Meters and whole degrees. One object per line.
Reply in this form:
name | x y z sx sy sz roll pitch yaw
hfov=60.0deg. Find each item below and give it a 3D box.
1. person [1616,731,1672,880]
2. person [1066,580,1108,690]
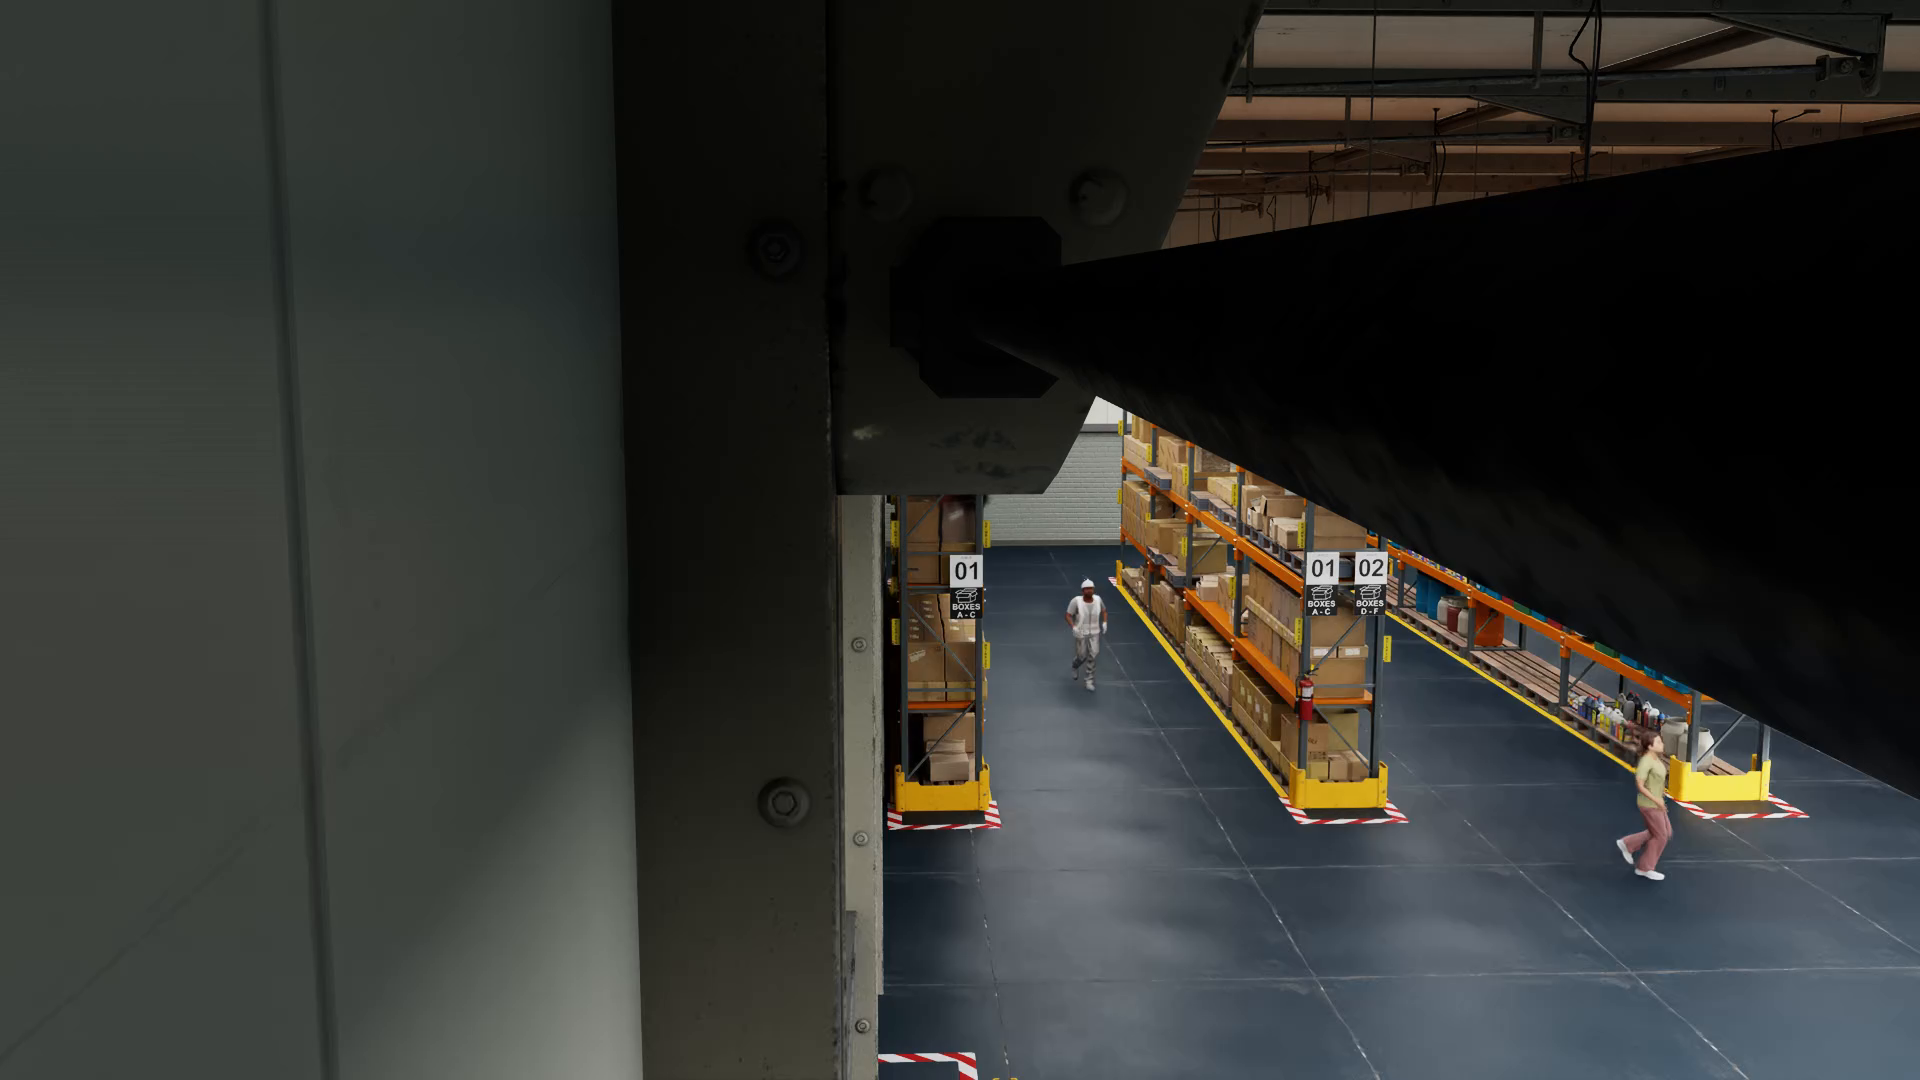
person | 7.473 2.877 18.125 0.551 1.636 0.579 4 10 28
person | 2.055 1.510 26.924 0.707 1.763 0.693 -2 9 -13
